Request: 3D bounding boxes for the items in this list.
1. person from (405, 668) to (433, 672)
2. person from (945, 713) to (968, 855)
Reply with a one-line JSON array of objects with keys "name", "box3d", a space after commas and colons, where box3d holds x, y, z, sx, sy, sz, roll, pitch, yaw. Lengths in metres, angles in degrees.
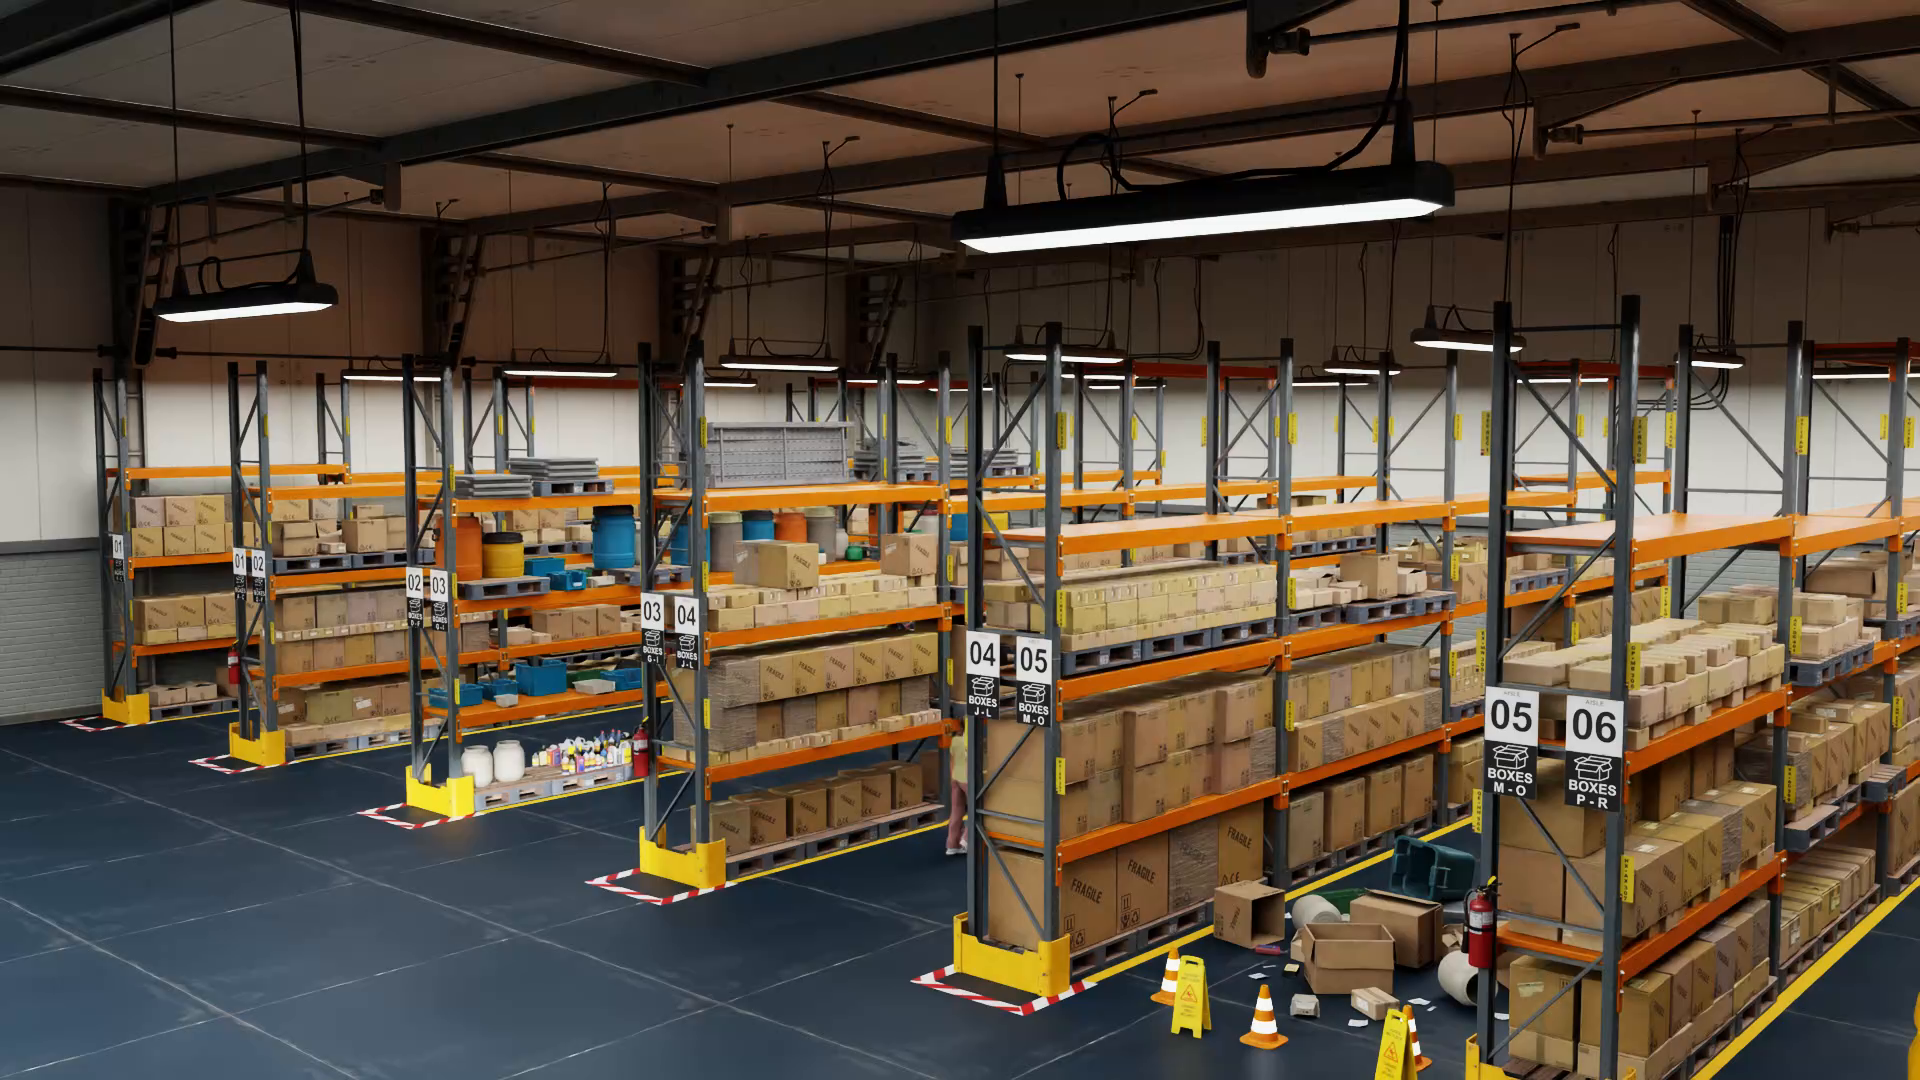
[{"name": "person", "box3d": [-9.582, 2.202, 29.288, 0.466, 1.582, 1.067, 2, 5, 26]}, {"name": "person", "box3d": [0.054, 2.878, 19.655, 0.515, 1.655, 0.486, -3, 5, -36]}]
